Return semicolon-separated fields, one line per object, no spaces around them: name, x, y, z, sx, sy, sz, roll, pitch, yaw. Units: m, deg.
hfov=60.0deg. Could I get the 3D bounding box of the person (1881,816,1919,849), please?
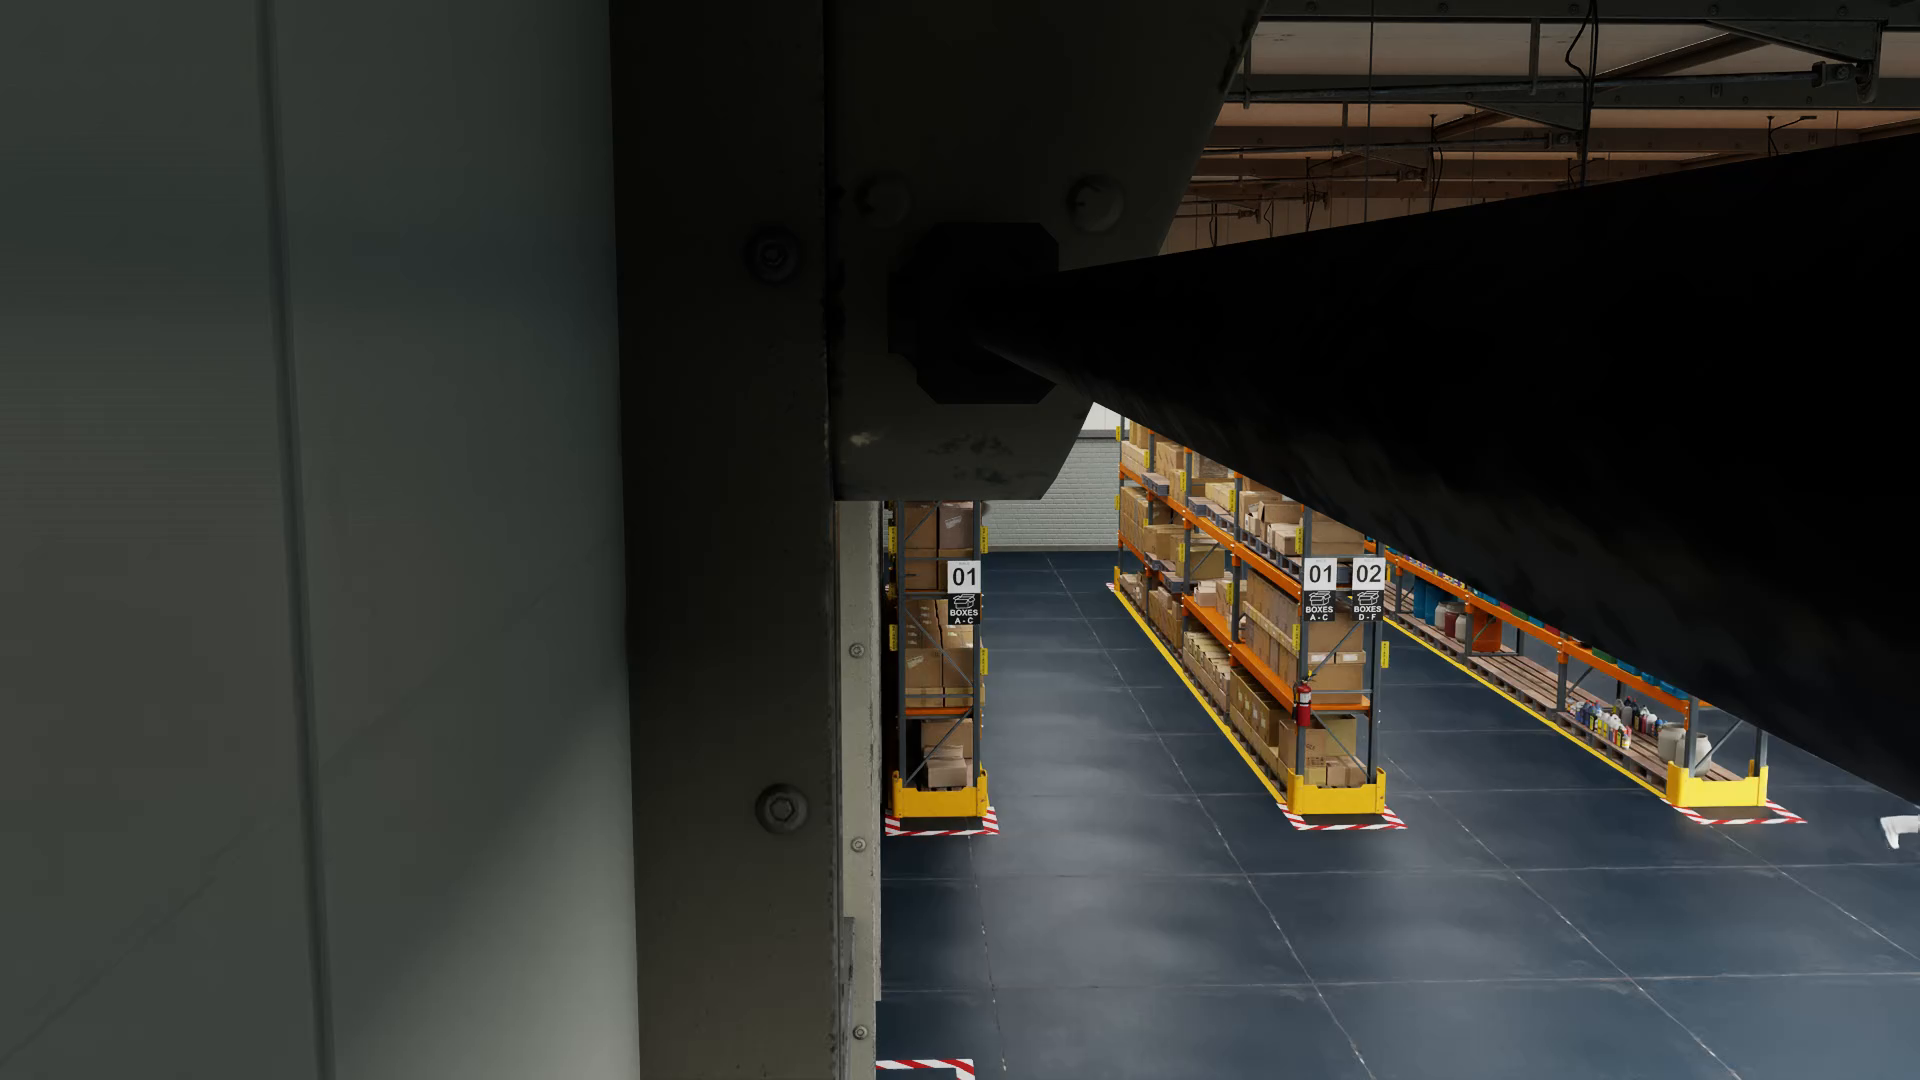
person;10.919;2.822;18.736;0.918;1.726;0.717;3;9;18
